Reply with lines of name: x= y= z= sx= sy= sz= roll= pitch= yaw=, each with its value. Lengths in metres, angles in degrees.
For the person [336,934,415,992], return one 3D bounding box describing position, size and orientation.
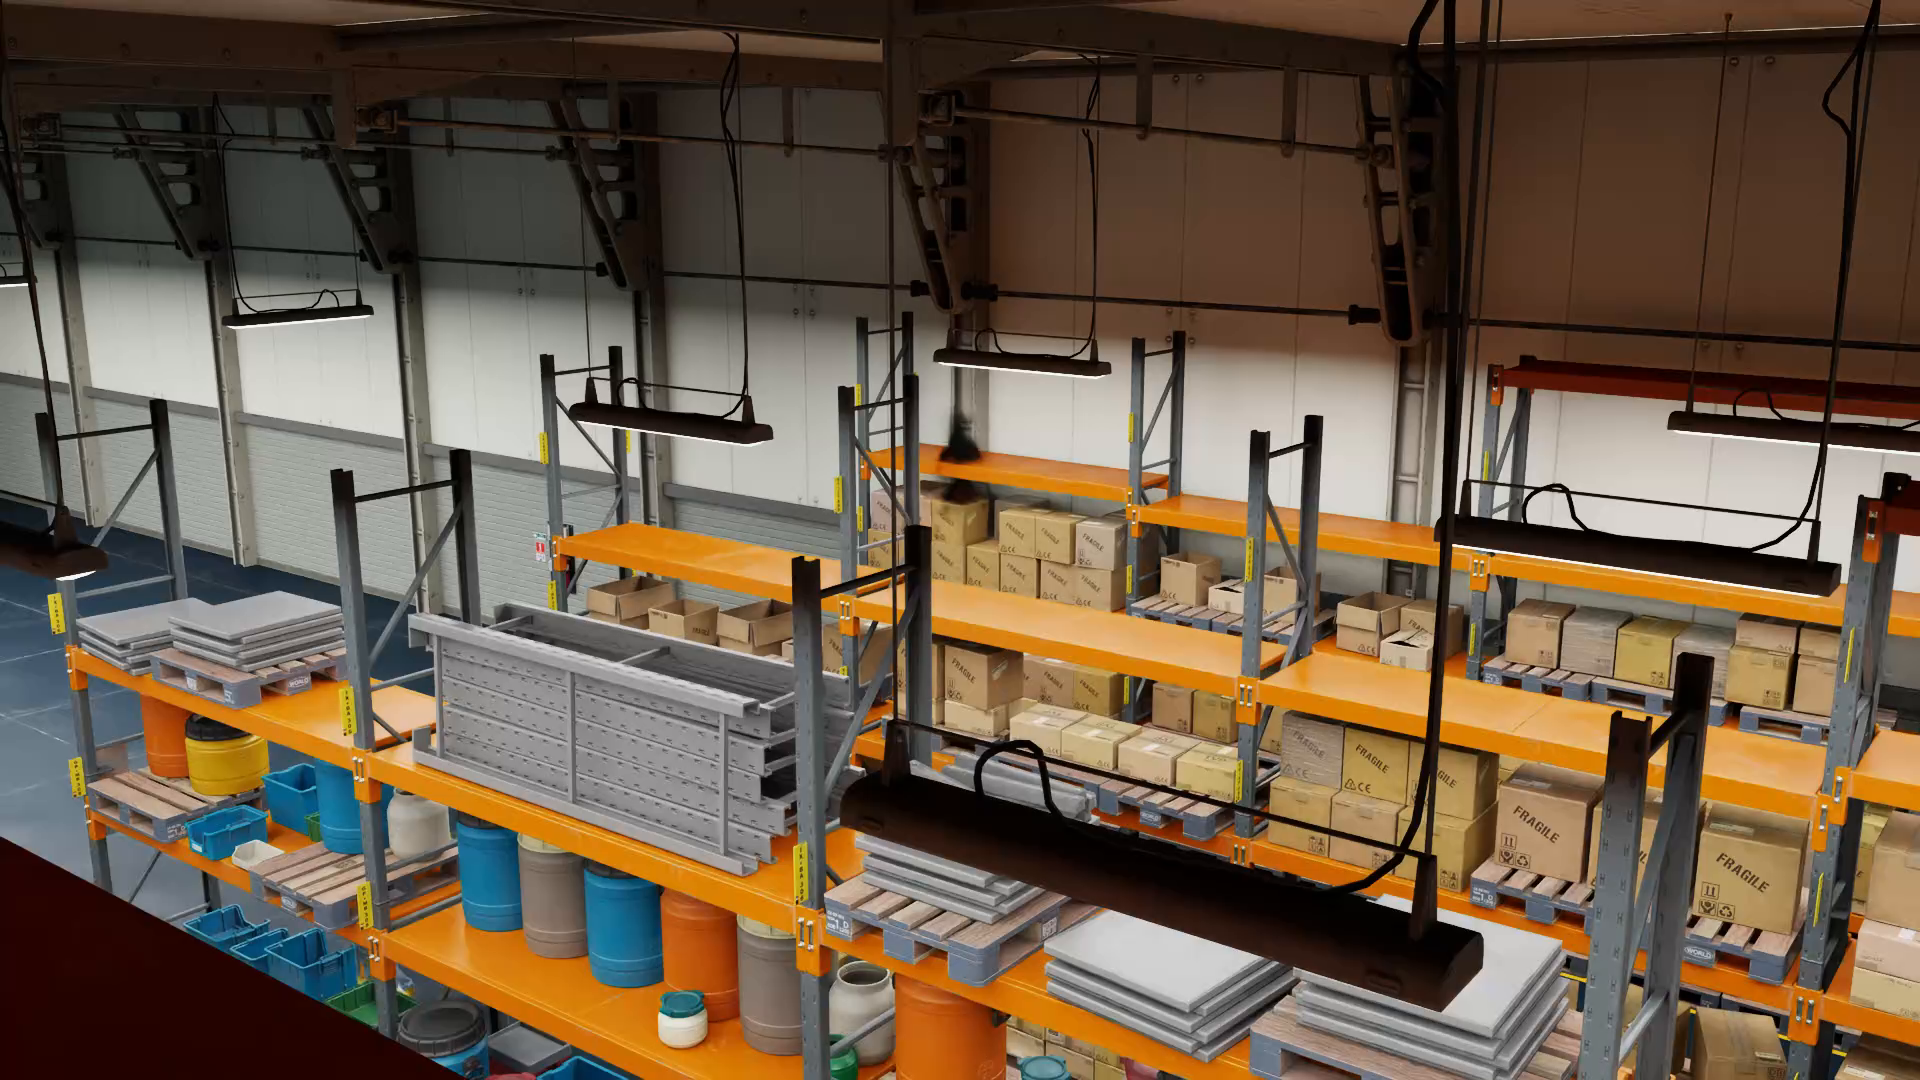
person: x=-5.824 y=3.615 z=15.969 sx=1.114 sy=1.478 sz=0.694 roll=4 pitch=14 yaw=17
